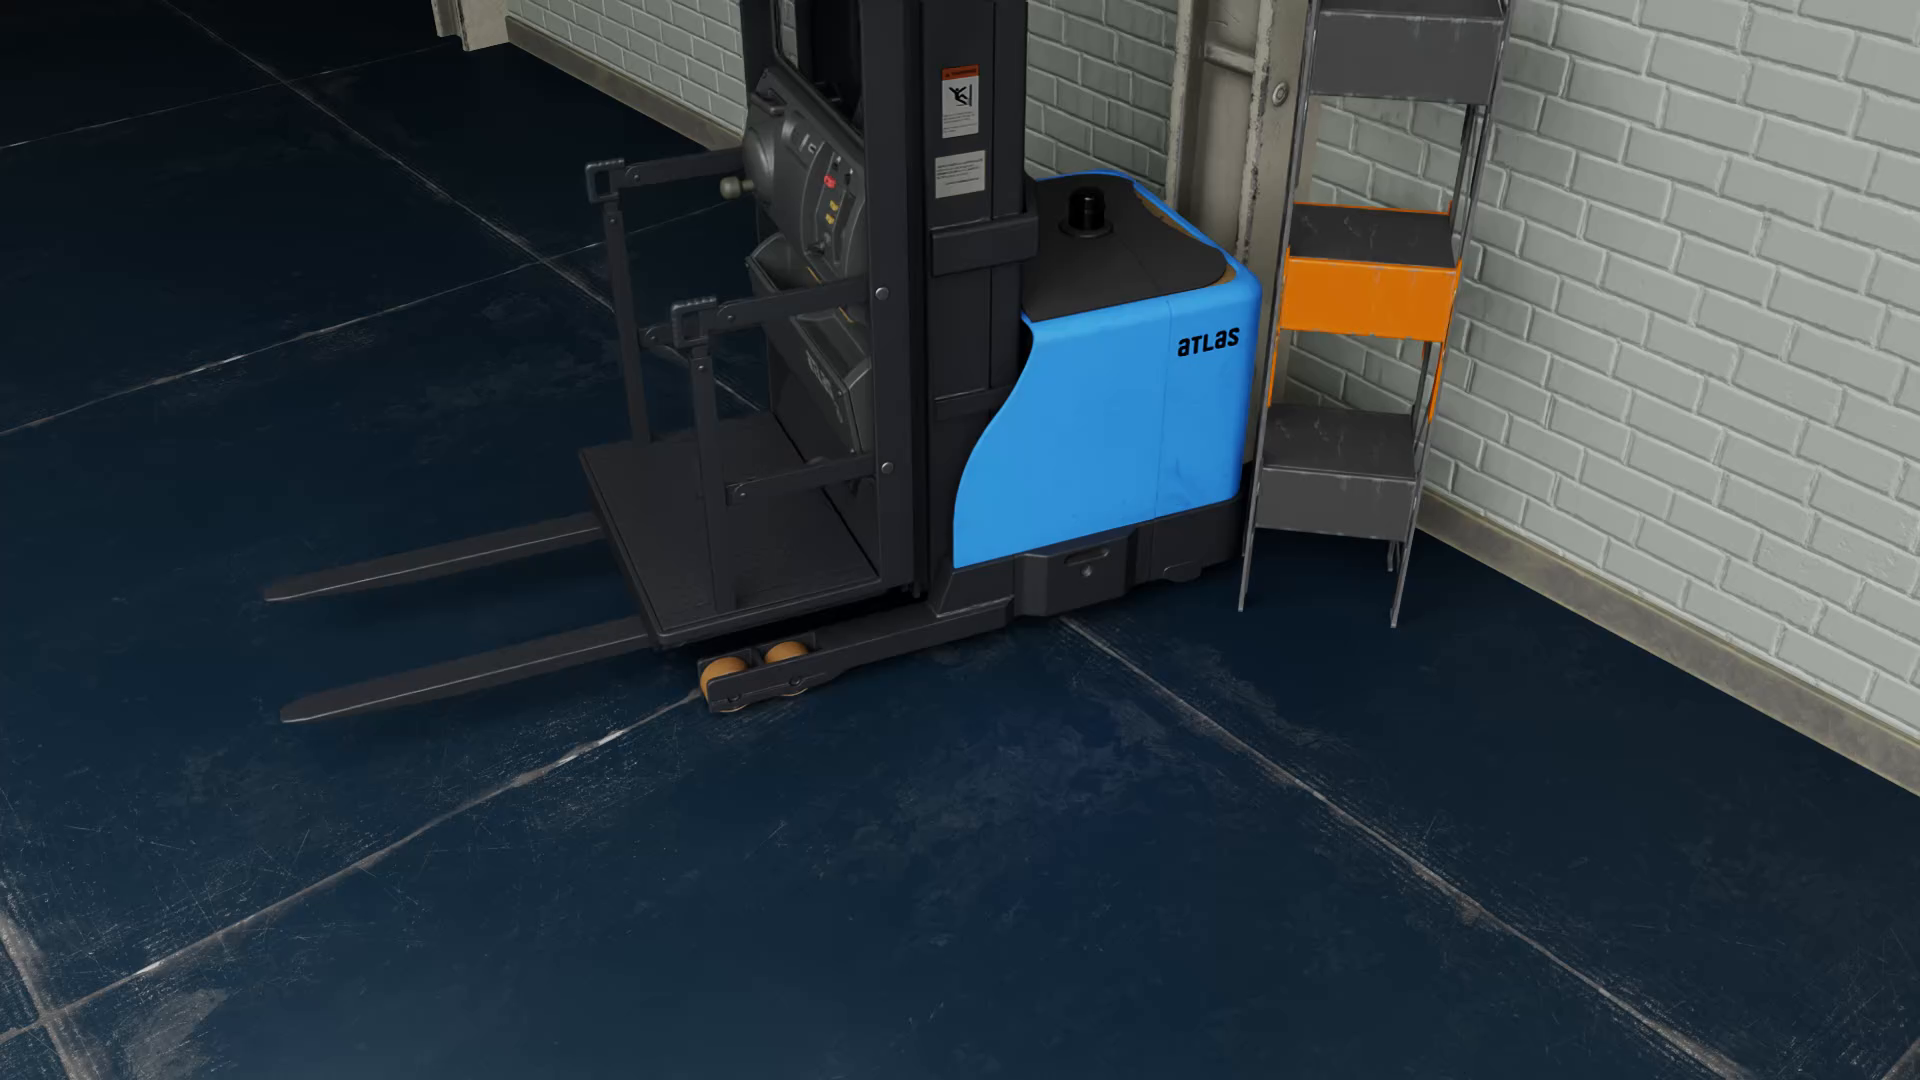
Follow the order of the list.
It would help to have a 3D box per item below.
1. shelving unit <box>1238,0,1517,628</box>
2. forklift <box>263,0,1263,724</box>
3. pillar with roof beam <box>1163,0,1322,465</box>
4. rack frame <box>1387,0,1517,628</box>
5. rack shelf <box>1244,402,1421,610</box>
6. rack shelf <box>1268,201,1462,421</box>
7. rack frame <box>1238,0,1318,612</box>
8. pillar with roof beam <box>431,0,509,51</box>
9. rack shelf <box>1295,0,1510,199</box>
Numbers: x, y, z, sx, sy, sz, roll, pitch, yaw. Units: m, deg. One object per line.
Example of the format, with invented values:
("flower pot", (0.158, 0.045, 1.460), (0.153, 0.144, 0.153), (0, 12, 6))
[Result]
("shelving unit", (1.189, -0.713, 4.939), (0.503, 2.100, 0.431), (6, 36, 8))
("forklift", (-0.632, -1.024, 4.659), (3.031, 2.935, 1.130), (-14, 38, -19))
("pillar with roof beam", (-2.340, -2.448, 1.421), (9.100, 9.000, 0.400), (-26, 43, -32))
("rack frame", (1.429, -0.688, 4.905), (0.015, 2.100, 0.400), (6, 36, 8))
("rack shelf", (1.189, -0.130, 5.352), (0.480, 0.518, 0.431), (6, 36, 8))
("rack shelf", (1.189, -0.701, 4.947), (0.480, 0.518, 0.431), (6, 36, 8))
("rack frame", (0.949, -0.737, 4.974), (0.015, 2.100, 0.400), (6, 36, 8))
("pillar with roof beam", (-6.212, -5.097, 5.161), (9.100, 9.000, 0.400), (-26, 43, -32))
("rack shelf", (1.189, -1.273, 4.543), (0.480, 0.518, 0.431), (6, 36, 8))
